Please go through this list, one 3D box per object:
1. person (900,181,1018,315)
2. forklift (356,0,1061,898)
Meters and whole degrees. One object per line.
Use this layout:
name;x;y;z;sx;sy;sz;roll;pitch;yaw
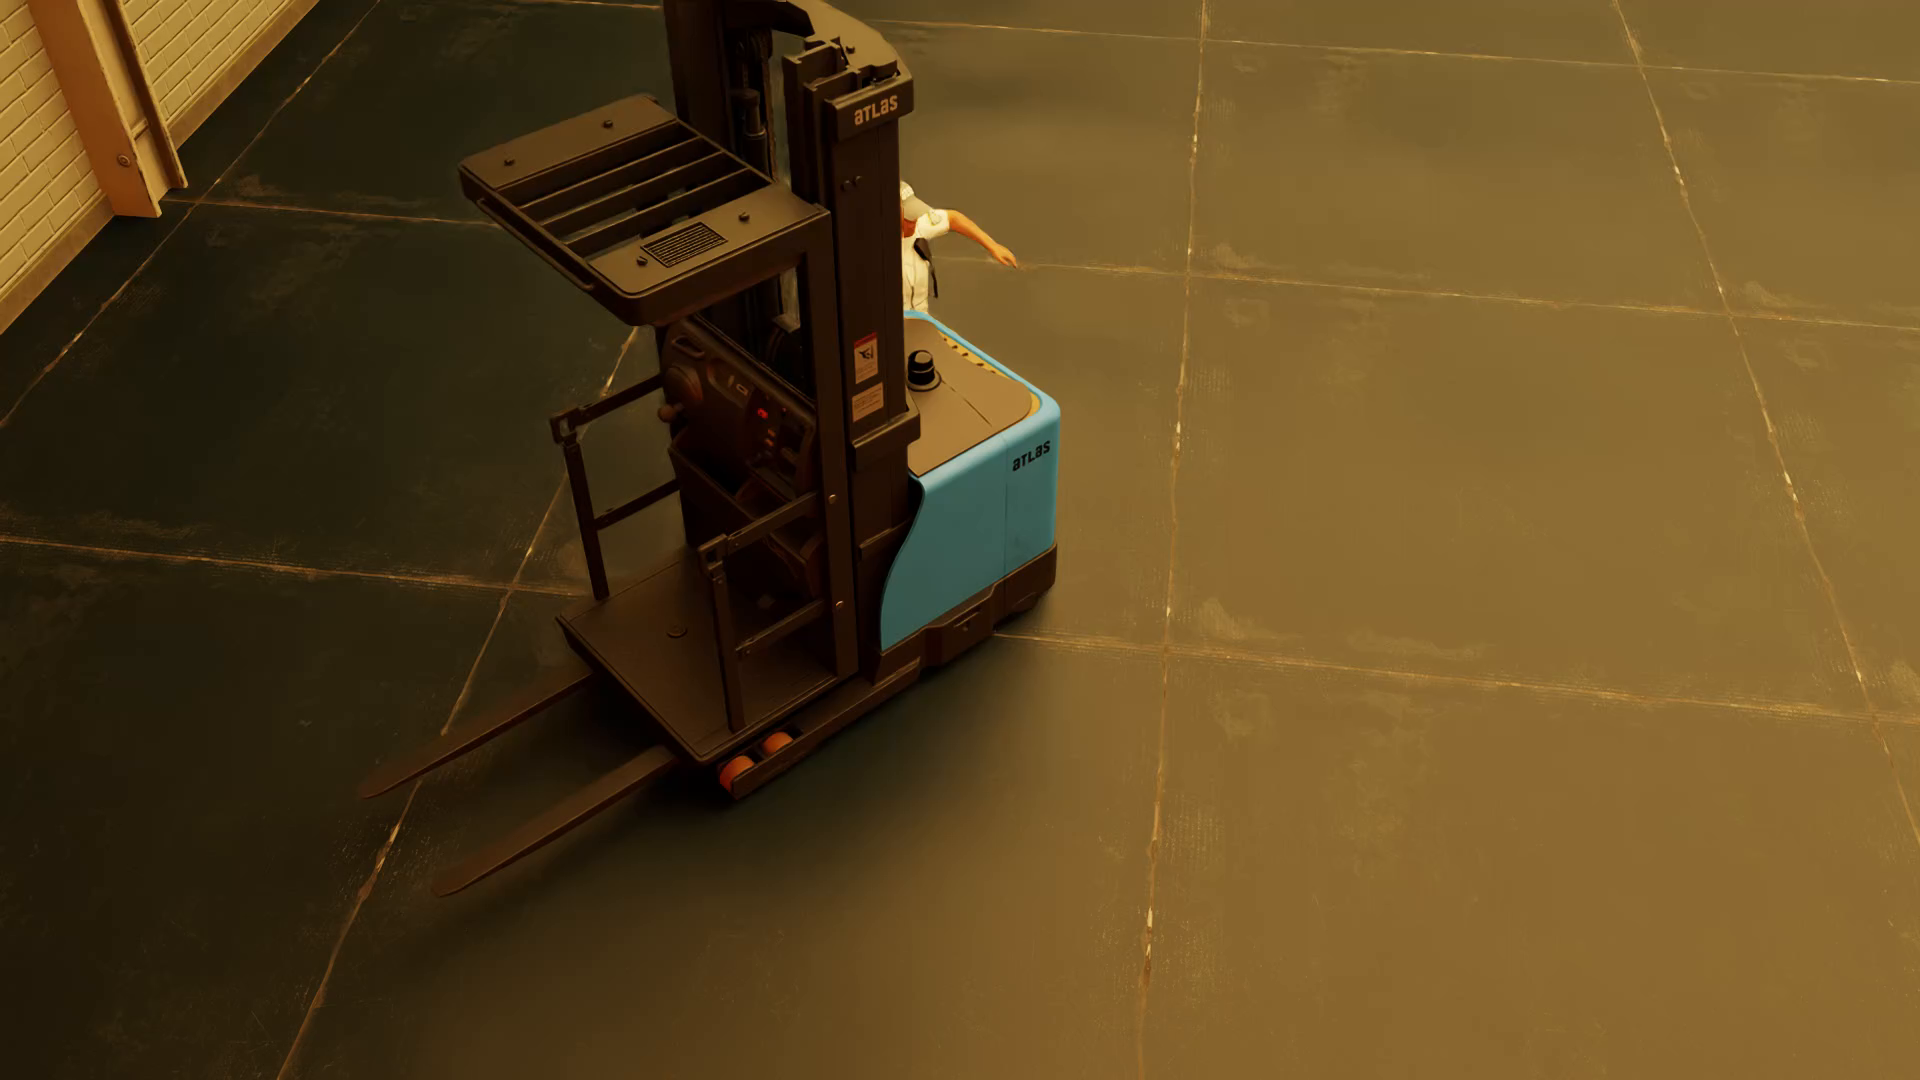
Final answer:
person;-0.143;-0.969;7.851;0.809;1.473;1.039;26;48;25
forklift;-1.004;-0.442;6.205;3.031;2.935;1.130;-31;51;-29
